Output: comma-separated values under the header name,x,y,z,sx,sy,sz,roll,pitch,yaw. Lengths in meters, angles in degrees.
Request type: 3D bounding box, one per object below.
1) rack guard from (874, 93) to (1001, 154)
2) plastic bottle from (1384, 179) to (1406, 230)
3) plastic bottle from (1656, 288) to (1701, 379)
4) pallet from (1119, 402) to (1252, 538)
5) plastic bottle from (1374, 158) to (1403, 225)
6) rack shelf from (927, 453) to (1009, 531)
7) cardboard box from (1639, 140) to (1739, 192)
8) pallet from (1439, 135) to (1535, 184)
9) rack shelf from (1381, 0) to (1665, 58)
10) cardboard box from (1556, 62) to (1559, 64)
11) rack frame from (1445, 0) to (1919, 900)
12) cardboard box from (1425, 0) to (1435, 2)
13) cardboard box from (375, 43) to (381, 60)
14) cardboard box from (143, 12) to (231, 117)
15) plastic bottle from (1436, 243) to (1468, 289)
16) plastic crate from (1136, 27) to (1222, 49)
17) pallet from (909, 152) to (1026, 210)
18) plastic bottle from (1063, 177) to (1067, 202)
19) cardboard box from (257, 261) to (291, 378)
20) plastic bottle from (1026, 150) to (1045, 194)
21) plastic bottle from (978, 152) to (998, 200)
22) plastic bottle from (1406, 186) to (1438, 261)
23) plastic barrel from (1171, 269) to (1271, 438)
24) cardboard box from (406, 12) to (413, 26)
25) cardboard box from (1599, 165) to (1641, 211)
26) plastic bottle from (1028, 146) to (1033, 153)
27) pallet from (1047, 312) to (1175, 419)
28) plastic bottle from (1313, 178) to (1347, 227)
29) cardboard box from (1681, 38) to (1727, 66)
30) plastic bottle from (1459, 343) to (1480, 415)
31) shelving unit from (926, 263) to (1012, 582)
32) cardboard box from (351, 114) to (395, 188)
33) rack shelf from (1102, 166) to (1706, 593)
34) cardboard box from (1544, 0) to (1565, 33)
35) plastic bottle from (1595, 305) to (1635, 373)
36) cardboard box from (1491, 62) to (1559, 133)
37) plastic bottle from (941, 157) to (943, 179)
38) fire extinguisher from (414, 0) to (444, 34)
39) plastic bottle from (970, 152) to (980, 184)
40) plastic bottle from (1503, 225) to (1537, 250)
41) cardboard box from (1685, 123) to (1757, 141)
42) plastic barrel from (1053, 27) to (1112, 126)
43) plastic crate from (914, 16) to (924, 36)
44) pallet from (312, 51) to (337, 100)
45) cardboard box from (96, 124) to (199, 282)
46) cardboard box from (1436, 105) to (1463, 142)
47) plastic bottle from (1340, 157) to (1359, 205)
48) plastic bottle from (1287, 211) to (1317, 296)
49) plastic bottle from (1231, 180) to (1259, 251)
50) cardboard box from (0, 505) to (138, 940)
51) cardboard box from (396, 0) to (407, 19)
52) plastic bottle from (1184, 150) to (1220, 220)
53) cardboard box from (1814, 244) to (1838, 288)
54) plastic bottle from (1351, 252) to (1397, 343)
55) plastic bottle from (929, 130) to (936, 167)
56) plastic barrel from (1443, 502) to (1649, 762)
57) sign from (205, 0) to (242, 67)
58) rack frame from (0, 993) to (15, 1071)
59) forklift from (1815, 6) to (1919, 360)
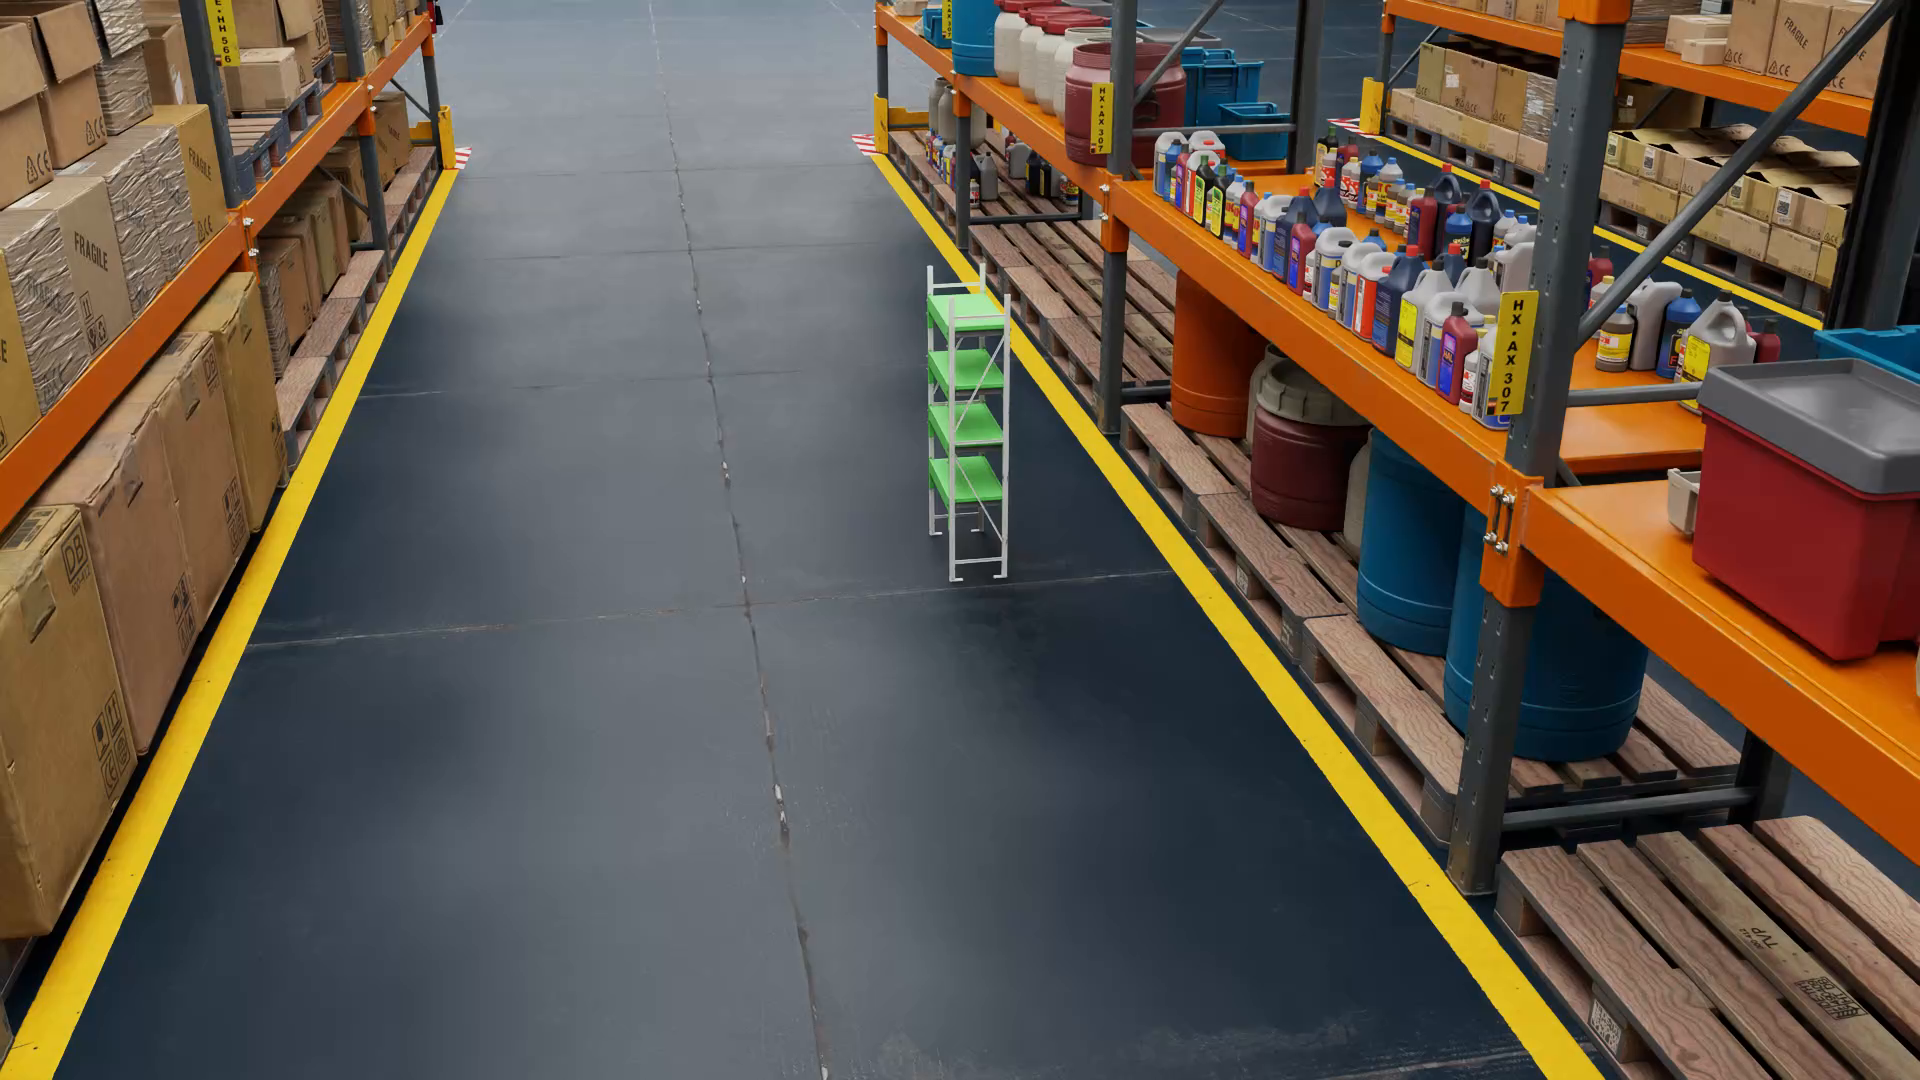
name,x,y,z,sx,sy,sz,roll,pitch,yaw
rack guard,-0.209,-3.936,15.637,1.175,0.500,0.348,-4,24,-10
plastic bottle,1.840,-1.413,6.986,0.097,0.201,0.097,0,24,0
plastic bottle,2.219,-0.639,5.126,0.097,0.271,0.097,0,24,0
pallet,1.397,-0.376,7.847,1.003,0.211,1.213,-4,24,-10
plastic bottle,1.822,-1.484,7.060,0.097,0.271,0.097,0,24,0
rack shelf,0.031,-0.206,6.982,0.258,0.148,0.480,-4,24,-10
cardboard box,5.258,-2.710,11.918,0.500,0.311,0.500,-5,24,-10
pallet,5.004,-3.418,14.813,1.003,0.211,1.213,-4,24,-10
rack shelf,4.969,-4.356,14.376,1.077,0.370,4.000,-4,24,-10
cardboard box,5.376,-3.774,14.118,0.500,0.500,0.500,-4,24,-10
rack frame,1.949,-0.388,4.389,1.000,3.000,0.127,-4,24,-10
cardboard box,4.673,-5.334,15.590,0.700,0.500,0.500,-4,24,-10
cardboard box,-4.304,-3.453,11.721,0.380,0.149,0.250,-4,24,-10
cardboard box,-3.998,-2.254,8.014,0.700,0.500,0.500,-1,24,-2
plastic bottle,1.565,-0.786,5.363,0.144,0.351,0.185,-4,24,-10
plastic crate,1.212,-2.648,9.486,0.402,0.464,0.583,-4,24,-10
pallet,0.158,-3.004,13.865,1.003,0.211,1.213,-4,24,-10
plastic bottle,0.823,-2.651,12.519,0.097,0.201,0.097,0,24,0
cardboard box,-3.916,-1.130,8.662,0.700,0.500,0.500,-6,24,-14
plastic bottle,0.587,-2.859,12.809,0.144,0.351,0.185,-4,24,-10
plastic bottle,0.209,-2.765,12.592,0.144,0.351,0.185,-4,24,-10
plastic bottle,1.808,-1.247,6.503,0.061,0.283,0.133,-4,24,-10
plastic barrel,1.317,-0.968,7.905,0.600,0.830,0.708,-4,24,-10
cardboard box,-4.739,-4.336,13.744,0.380,0.149,0.250,-4,24,-10
cardboard box,5.170,-2.655,12.491,0.500,0.250,0.500,-5,24,-11
plastic bottle,0.615,-3.112,13.387,0.144,0.351,0.185,-4,24,-10
pallet,1.105,-0.991,9.254,1.003,0.211,1.213,-4,24,-10
plastic bottle,1.379,-1.200,6.311,0.144,0.351,0.185,-4,24,-10
cardboard box,5.302,-3.421,11.648,0.380,0.149,0.250,-4,24,-10
plastic bottle,1.511,-0.471,4.829,0.097,0.201,0.097,0,24,0
shelving unit,0.031,-0.485,6.861,0.258,1.200,0.503,-4,24,-10
cardboard box,-4.797,-3.061,13.109,0.500,0.500,0.500,-2,24,-5
rack shelf,1.580,-0.845,6.335,1.077,0.370,4.000,-4,24,-10
cardboard box,5.147,-4.326,13.283,0.700,0.500,0.500,-5,24,-10
plastic bottle,2.051,-0.634,5.202,0.097,0.201,0.097,0,24,0
cardboard box,4.861,-3.736,14.029,0.500,0.500,0.500,-4,24,-10
plastic bottle,-0.102,-2.997,13.310,0.097,0.201,0.097,0,24,0
fire extinguisher,-4.705,-4.785,14.554,0.296,0.674,0.183,-4,24,-10
plastic bottle,0.068,-2.754,12.568,0.144,0.351,0.185,-5,24,-11
plastic bottle,2.024,-0.996,5.939,0.152,0.276,0.135,-4,24,-10
cardboard box,5.695,-2.951,12.468,0.500,0.311,0.500,-4,24,-10
plastic barrel,0.732,-2.567,9.239,0.421,0.512,0.421,0,24,0
plastic crate,-0.079,-4.033,13.067,0.530,0.136,0.437,-4,24,-10
pallet,-4.399,-2.768,10.080,1.003,0.211,1.213,-4,24,-10
cardboard box,-3.237,-1.268,6.280,0.500,0.500,0.500,-5,24,-10
cardboard box,4.668,-3.785,15.078,0.500,0.250,0.500,-4,24,-10
plastic bottle,1.750,-1.605,7.425,0.097,0.201,0.097,0,24,0
plastic bottle,1.243,-1.039,6.027,0.061,0.283,0.133,-4,24,-10
plastic bottle,1.138,-1.297,6.632,0.097,0.271,0.097,0,24,0
cardboard box,-3.056,0.510,4.464,1.225,0.875,0.875,-4,24,-10
cardboard box,-4.802,-4.317,12.890,0.875,0.500,0.500,-4,24,-10
plastic bottle,1.058,-1.528,7.156,0.152,0.276,0.135,-4,24,-10
cardboard box,5.643,-1.650,10.190,0.500,0.250,0.500,-5,24,-10
plastic bottle,1.398,-0.804,5.498,0.152,0.276,0.135,-4,24,-10
plastic bottle,-0.217,-3.238,13.760,0.061,0.283,0.133,-4,24,-9
plastic barrel,1.866,0.166,5.218,0.600,0.901,0.708,-4,24,-10
sign,-3.113,-2.167,7.018,0.100,0.325,0.005,-4,24,-10
rack frame,-2.918,-0.021,3.550,1.000,3.000,0.127,-4,24,-10
forklift,4.170,-1.347,6.673,1.130,2.935,3.031,10,26,22
